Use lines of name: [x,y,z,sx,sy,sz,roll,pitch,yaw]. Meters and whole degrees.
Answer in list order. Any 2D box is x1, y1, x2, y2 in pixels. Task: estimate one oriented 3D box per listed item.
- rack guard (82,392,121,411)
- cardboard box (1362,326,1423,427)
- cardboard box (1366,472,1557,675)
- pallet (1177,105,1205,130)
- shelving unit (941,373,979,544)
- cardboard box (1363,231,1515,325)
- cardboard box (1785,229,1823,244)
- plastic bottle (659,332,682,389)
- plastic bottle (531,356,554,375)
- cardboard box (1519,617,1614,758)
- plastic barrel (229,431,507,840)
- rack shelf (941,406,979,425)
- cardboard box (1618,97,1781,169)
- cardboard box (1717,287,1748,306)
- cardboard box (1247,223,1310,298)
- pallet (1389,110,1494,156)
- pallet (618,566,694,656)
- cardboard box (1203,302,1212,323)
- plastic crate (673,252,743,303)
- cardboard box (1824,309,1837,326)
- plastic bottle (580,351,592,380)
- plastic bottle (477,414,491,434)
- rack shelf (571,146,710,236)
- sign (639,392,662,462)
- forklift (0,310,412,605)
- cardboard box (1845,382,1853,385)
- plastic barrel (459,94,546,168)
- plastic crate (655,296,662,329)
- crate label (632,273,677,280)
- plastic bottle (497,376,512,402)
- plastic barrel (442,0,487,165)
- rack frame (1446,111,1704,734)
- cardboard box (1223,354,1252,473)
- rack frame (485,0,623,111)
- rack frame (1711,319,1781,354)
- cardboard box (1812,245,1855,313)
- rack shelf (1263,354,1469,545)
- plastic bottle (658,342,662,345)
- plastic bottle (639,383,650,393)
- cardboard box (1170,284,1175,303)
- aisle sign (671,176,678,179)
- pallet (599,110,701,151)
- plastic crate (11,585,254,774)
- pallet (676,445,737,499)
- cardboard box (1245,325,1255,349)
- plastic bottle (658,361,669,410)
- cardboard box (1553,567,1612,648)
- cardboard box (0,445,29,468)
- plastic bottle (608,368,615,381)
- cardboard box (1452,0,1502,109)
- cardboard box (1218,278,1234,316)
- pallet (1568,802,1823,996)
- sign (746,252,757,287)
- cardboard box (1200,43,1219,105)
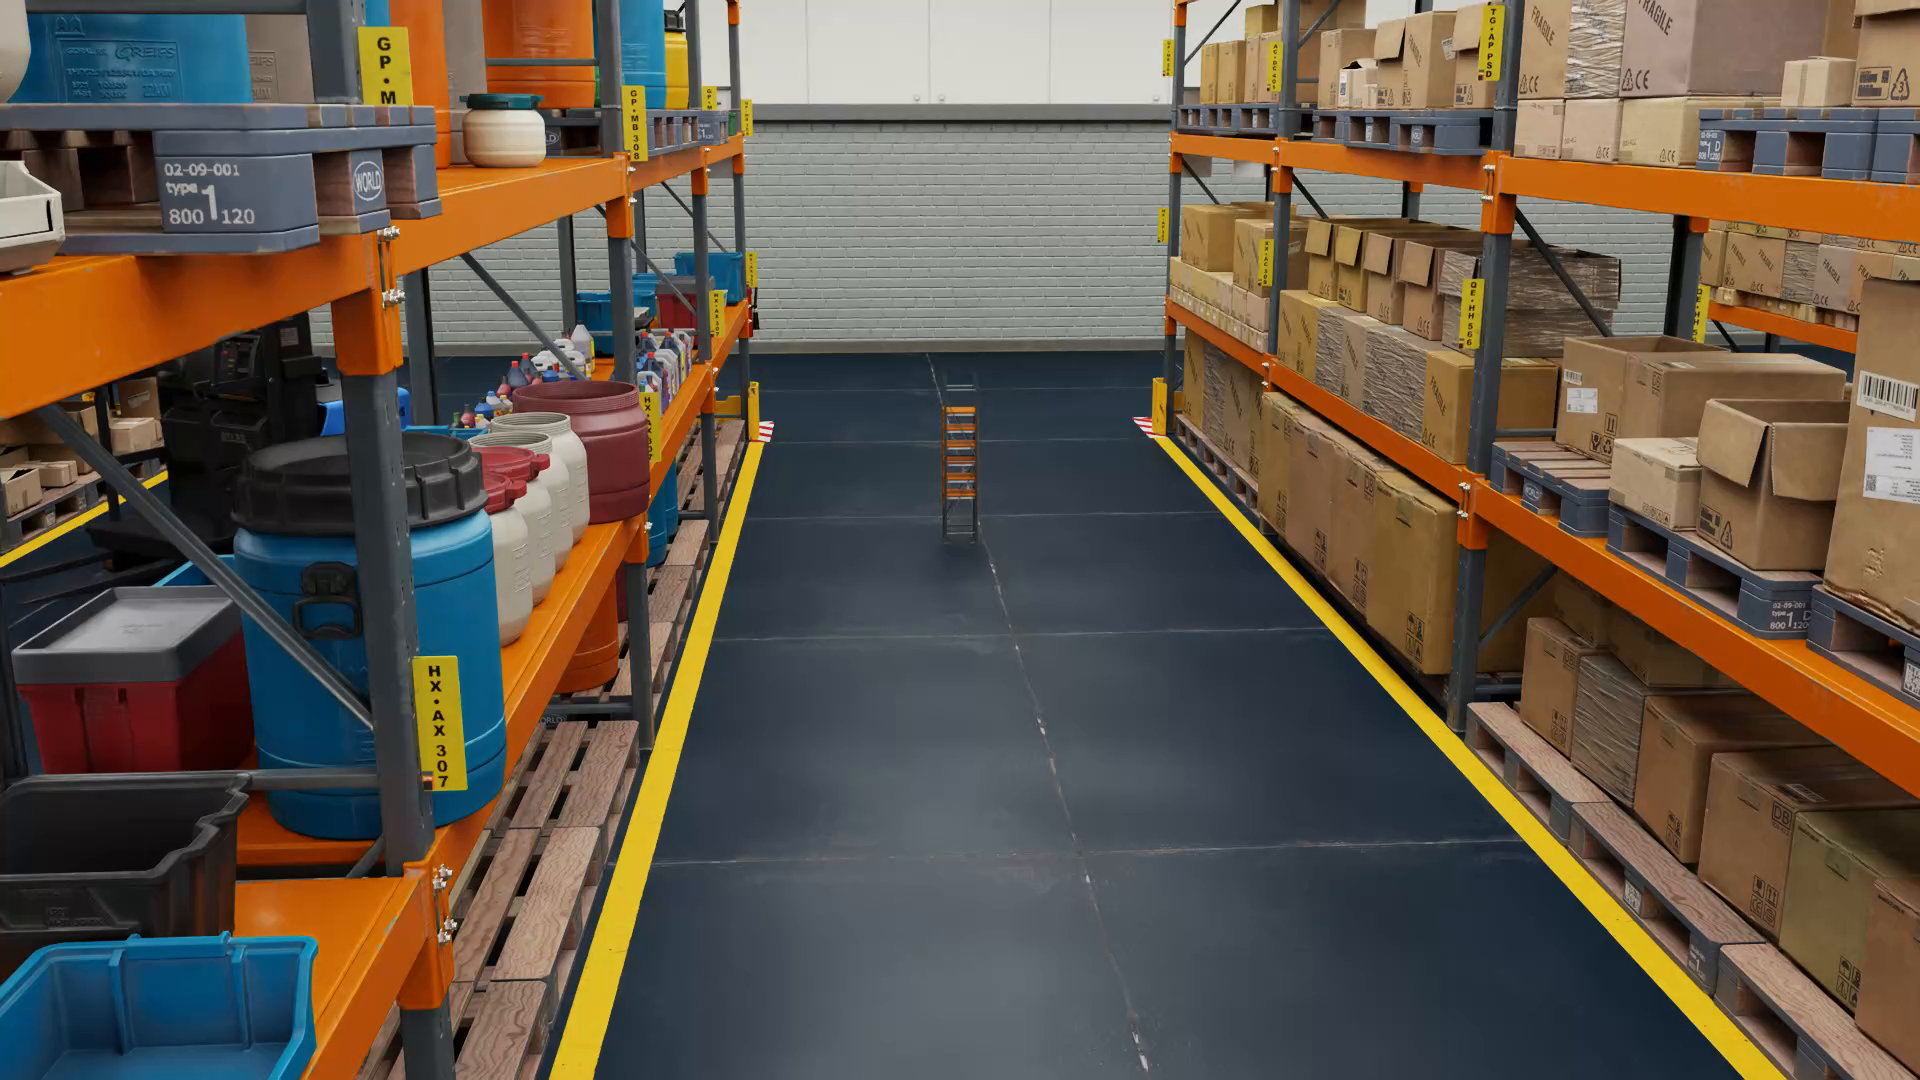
rack guard: [-7.424,-1.118,15.367,1.175,0.500,0.348,-1,14,-3]
cardboard box: [2.616,-0.930,9.420,0.500,0.500,0.500,-1,14,-5]
cardboard box: [2.932,0.144,8.867,1.225,0.875,0.875,-2,15,-6]
pallet: [2.515,-3.725,14.640,1.003,0.211,1.213,-1,14,-3]
shelving unit: [0.001,-0.577,11.863,0.258,1.200,0.189,-1,14,-3]
cardboard box: [2.839,-1.555,9.835,0.797,0.503,0.637,0,14,-2]
cardboard box: [7.261,-2.730,13.812,0.500,0.500,0.500,-1,14,-5]
plastic bottle: [-1.842,-1.134,10.515,0.144,0.351,0.185,-1,14,-3]
plastic bottle: [-2.517,-0.959,9.982,0.152,0.276,0.135,-1,14,-3]
cardboard box: [3.016,0.654,7.597,0.700,0.500,0.500,-2,15,-6]
plastic barrel: [-1.463,0.218,4.152,0.600,0.901,0.708,-1,14,-3]
rack shelf: [0.001,-0.883,11.784,0.258,0.103,0.180,-1,14,-3]
cardboard box: [2.802,-1.513,6.170,0.500,0.250,0.500,-1,14,-2]
cardboard box: [7.128,-2.213,15.111,0.380,0.149,0.250,-1,14,-5]
cardboard box: [2.411,-2.049,12.170,0.500,0.500,0.500,0,14,-2]
pallet: [2.861,-2.030,8.256,1.213,0.211,1.003,0,14,-1]
pallet: [-2.152,0.419,9.973,1.003,0.211,1.213,-1,14,-3]
cardboard box: [2.248,-1.902,13.901,0.380,0.149,0.250,-1,14,-5]
plastic crate: [-2.278,-2.388,15.098,0.616,0.435,0.499,-1,14,-3]
cardboard box: [7.329,-1.827,13.611,0.380,0.149,0.250,-1,14,-4]
plastic bottle: [-2.443,-1.126,10.782,0.097,0.201,0.097,0,14,0]
plastic bottle: [-2.449,-0.541,8.509,0.097,0.201,0.097,0,14,0]
rack shelf: [-2.113,-2.035,9.339,1.077,0.370,4.000,-1,14,-3]
sign: [-1.441,-0.522,7.709,0.100,0.325,0.005,-1,14,-3]
forklift: [-5.073,-1.205,10.829,1.130,2.935,3.031,7,16,26]
cardboard box: [7.755,-1.342,14.909,0.380,0.149,0.250,-1,15,-6]
plastic barrel: [-1.677,-1.506,6.118,0.301,0.262,0.301,0,14,0]
plastic crate: [-2.148,-1.782,13.050,0.437,0.282,0.530,-1,14,-3]
crate label: [-2.798,-2.304,15.177,0.416,0.233,0.303,-1,14,-3]
plastic bottle: [-2.511,-0.755,9.174,0.061,0.283,0.133,-1,14,-3]
plastic barrel: [-2.155,-1.921,6.446,0.600,0.901,0.600,0,14,0]
rack frame: [2.954,-0.509,7.987,1.000,3.000,0.127,-1,14,-3]
cardboard box: [2.690,-1.068,13.578,0.875,0.875,0.875,-1,14,-3]
rack frame: [-1.989,-3.338,6.942,1.000,3.000,0.127,-1,14,-3]
rack frame: [7.415,-2.551,15.919,1.000,3.000,0.127,-1,14,-3]
cardboard box: [7.291,-2.117,13.437,0.500,0.500,0.500,-1,14,-4]
rack shelf: [2.830,-0.658,10.010,1.077,0.370,4.000,-1,14,-3]
plastic bottle: [-2.013,-1.232,11.194,0.097,0.201,0.097,0,14,0]
plastic bottle: [-1.725,-0.718,9.056,0.097,0.271,0.097,0,14,0]
cardboard box: [2.151,-2.284,15.388,0.380,0.149,0.250,-1,14,-3]
aisle sign: [-2.786,-3.695,15.150,0.394,0.787,0.004,-1,14,-3]
pallet: [-2.018,-2.314,9.358,1.003,0.211,1.213,-1,14,-3]
plastic crate: [-2.077,0.415,4.265,0.402,0.464,0.583,-1,14,-3]
pallet: [-2.400,-0.564,13.794,1.003,0.211,1.213,-1,14,-3]
cardboard box: [2.344,-1.518,12.409,0.380,0.149,0.250,-1,14,-2]
plastic bottle: [-1.754,-0.914,9.793,0.061,0.283,0.133,-1,14,-3]
cardboard box: [3.026,0.291,7.504,0.500,0.250,0.500,0,14,-1]
cardboard box: [-7.546,-0.587,12.801,0.500,0.311,0.500,-1,14,-3]
plastic bottle: [-1.929,-0.871,9.489,0.144,0.351,0.185,-1,14,-3]
cardboard box: [2.845,-2.366,8.133,0.797,0.503,0.637,0,14,0]
cardboard box: [2.351,-1.937,13.239,0.500,0.250,0.500,-1,14,-2]
pallet: [3.074,1.338,6.402,1.003,0.211,1.213,-1,14,-3]
sign: [-1.937,-2.514,15.451,0.100,0.325,0.005,-1,14,-3]
cardboard box: [2.459,-3.982,14.218,0.700,0.500,0.500,-1,14,-5]
